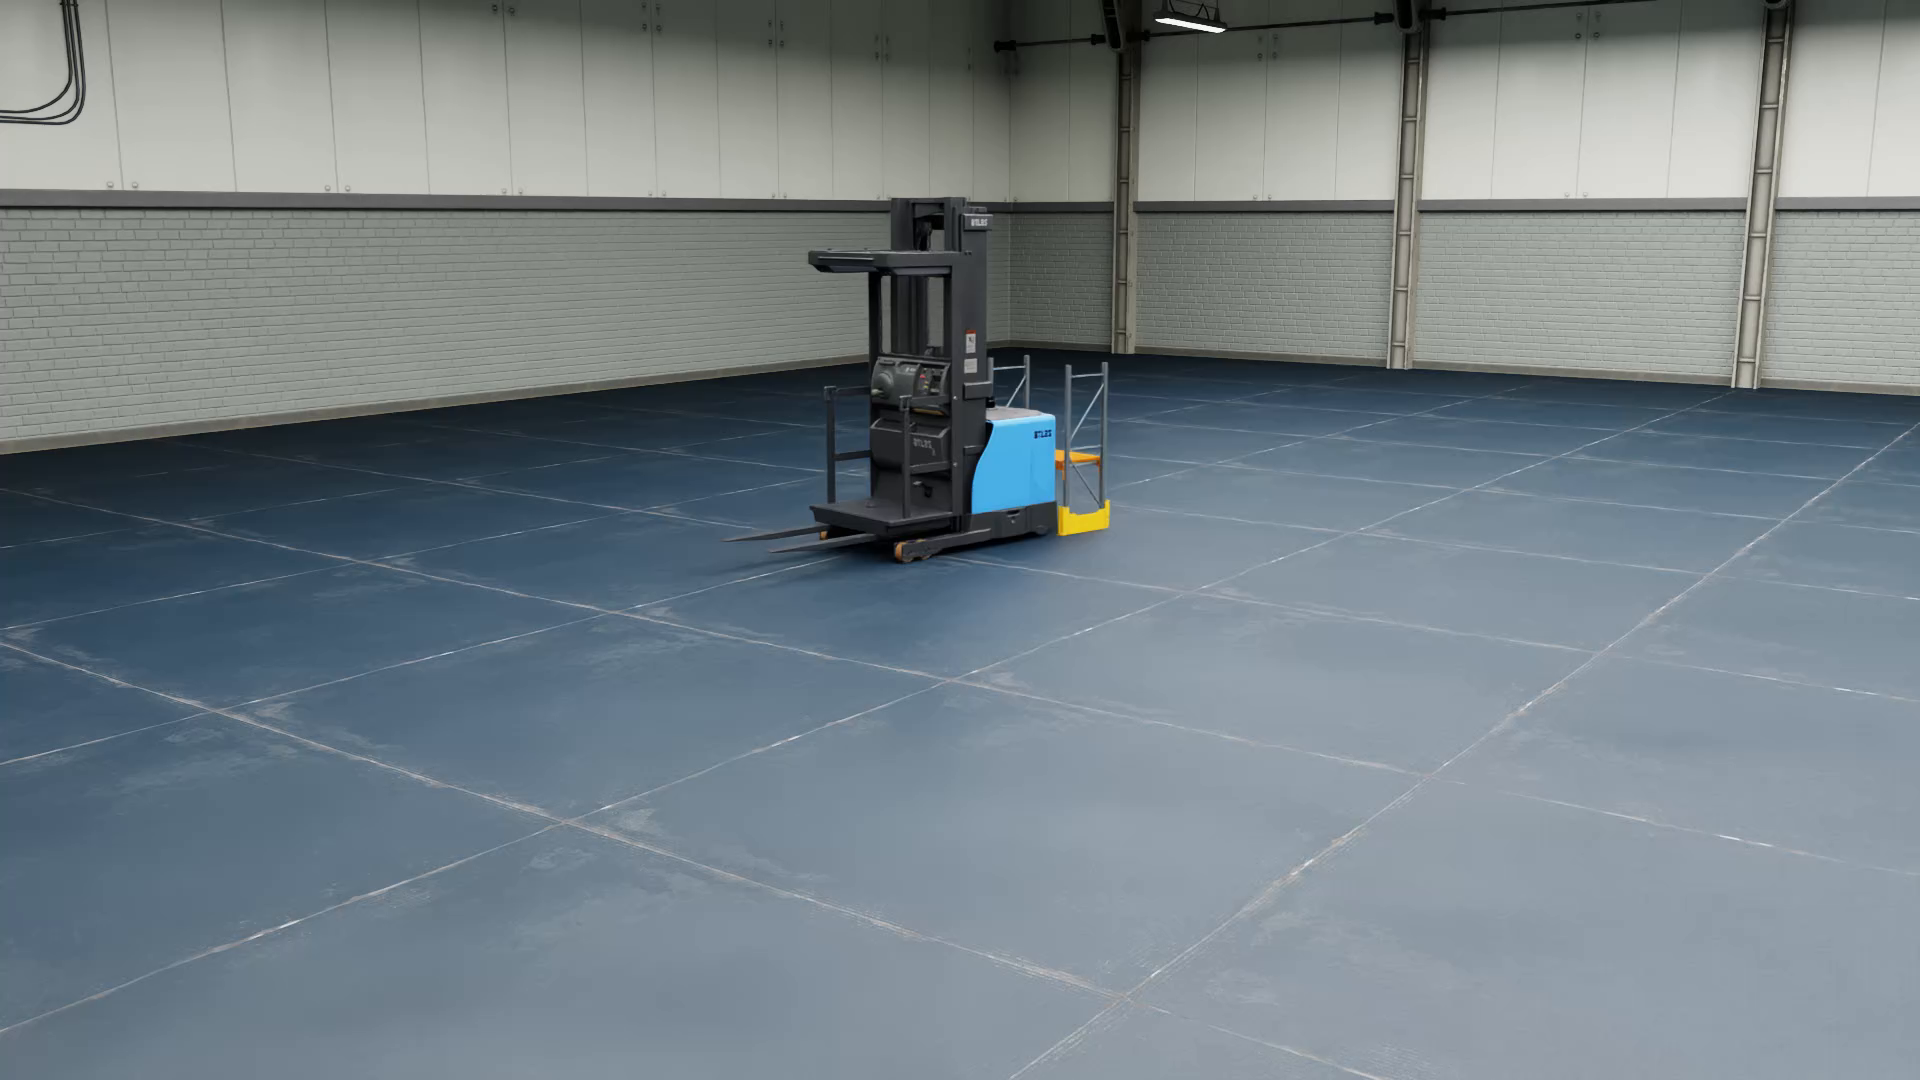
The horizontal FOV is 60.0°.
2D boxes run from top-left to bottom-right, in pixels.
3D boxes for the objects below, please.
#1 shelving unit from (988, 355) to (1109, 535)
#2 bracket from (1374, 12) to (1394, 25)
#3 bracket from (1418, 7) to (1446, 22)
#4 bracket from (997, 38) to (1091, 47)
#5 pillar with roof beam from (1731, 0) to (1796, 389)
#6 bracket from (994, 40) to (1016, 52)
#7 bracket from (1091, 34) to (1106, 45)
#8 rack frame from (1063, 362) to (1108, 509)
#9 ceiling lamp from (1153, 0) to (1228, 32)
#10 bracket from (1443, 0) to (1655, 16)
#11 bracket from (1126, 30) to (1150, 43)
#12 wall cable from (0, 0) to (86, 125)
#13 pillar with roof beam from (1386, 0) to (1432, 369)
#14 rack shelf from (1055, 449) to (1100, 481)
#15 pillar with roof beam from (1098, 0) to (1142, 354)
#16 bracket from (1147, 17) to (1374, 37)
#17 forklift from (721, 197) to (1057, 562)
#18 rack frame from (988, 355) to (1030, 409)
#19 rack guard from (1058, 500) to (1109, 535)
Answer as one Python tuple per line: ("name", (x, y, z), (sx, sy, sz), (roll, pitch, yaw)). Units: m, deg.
("shelving unit", (0.789, -0.891, 15.175), (0.587, 1.500, 1.083), (-9, 14, -40))
("bracket", (7.692, -9.394, 29.917), (0.430, 0.232, 0.235), (8, 13, 36))
("bracket", (8.361, -9.300, 29.435), (0.430, 0.232, 0.235), (8, 13, 36))
("bracket", (1.421, -10.268, 34.438), (3.189, 0.066, 0.076), (8, 13, 36))
("pillar with roof beam", (10.524, -6.300, 23.405), (0.548, 9.000, 9.100), (8, 13, 36))
("bracket", (0.945, -10.335, 34.781), (0.430, 0.232, 0.235), (8, 13, 36))
("bracket", (2.856, -10.068, 33.404), (0.430, 0.232, 0.235), (8, 13, 36))
("rack frame", (1.116, -0.819, 14.805), (0.500, 1.500, 0.032), (-9, 14, -40))
("ceiling lamp", (3.579, -9.981, 27.060), (0.800, 3.185, 2.000), (8, 13, 36))
("bracket", (10.437, -9.011, 27.937), (4.783, 0.066, 0.076), (8, 13, 36))
("bracket", (3.525, -9.975, 32.921), (0.430, 0.232, 0.235), (8, 13, 36))
("wall cable", (-11.205, -7.141, 18.797), (0.169, 6.003, 2.305), (8, 13, 36))
("pillar with roof beam", (5.688, -6.975, 26.892), (0.548, 9.000, 9.100), (8, 13, 36))
("rack shelf", (0.782, -0.715, 15.216), (0.538, 0.185, 1.000), (-9, 14, -40))
("pillar with roof beam", (0.852, -7.650, 30.379), (0.548, 9.000, 9.100), (8, 13, 36))
("bracket", (5.601, -9.685, 31.424), (4.783, 0.066, 0.076), (8, 13, 36))
("forklift", (-0.575, -1.368, 13.882), (3.031, 2.935, 1.130), (-10, 15, -41))
("rack frame", (0.450, -0.965, 15.559), (0.500, 1.500, 0.032), (-9, 14, -40))
("rack guard", (1.112, -0.205, 14.922), (0.587, 0.250, 0.087), (-9, 14, -40))
